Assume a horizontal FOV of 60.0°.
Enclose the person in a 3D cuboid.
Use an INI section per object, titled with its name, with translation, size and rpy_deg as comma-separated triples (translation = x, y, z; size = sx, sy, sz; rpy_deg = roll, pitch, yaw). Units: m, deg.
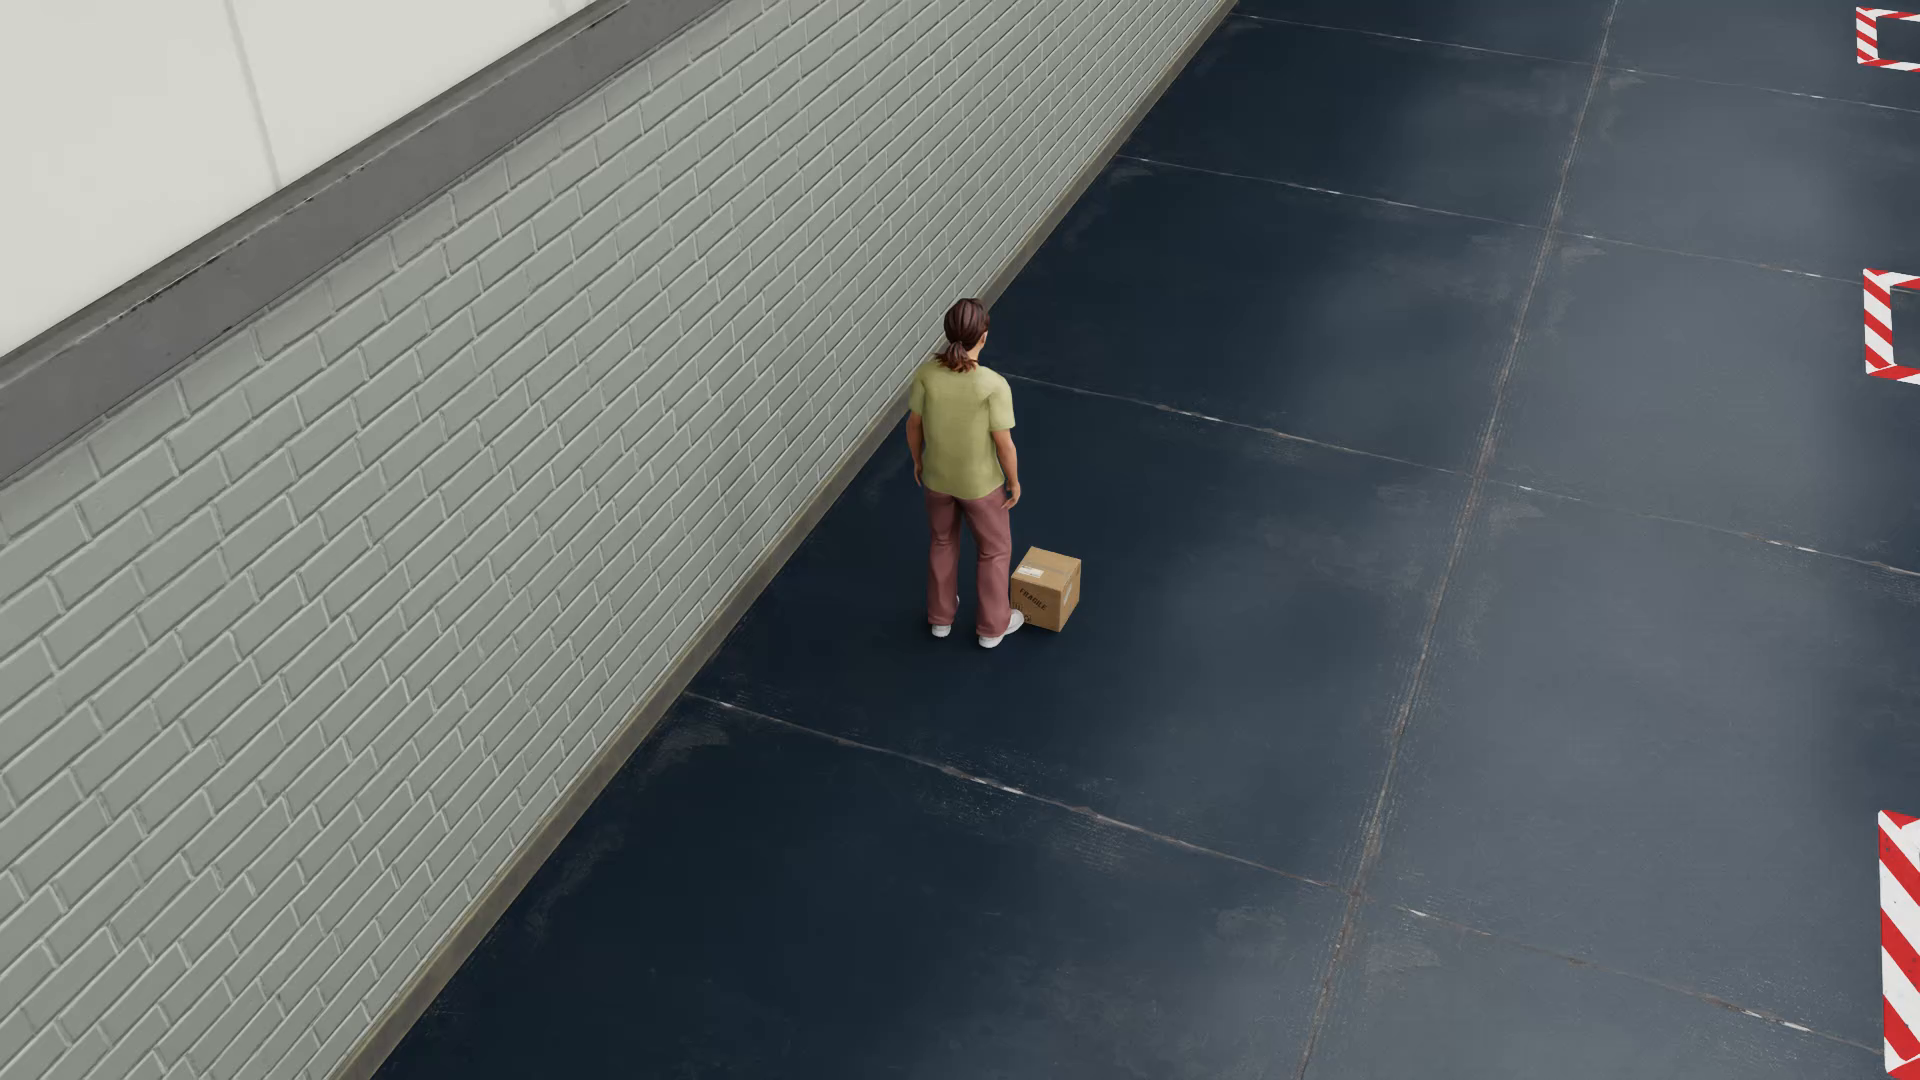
[person]
translation = 0.024, -0.270, 7.169
size = 0.499, 1.673, 0.359
rpy_deg = 14, 40, 18
